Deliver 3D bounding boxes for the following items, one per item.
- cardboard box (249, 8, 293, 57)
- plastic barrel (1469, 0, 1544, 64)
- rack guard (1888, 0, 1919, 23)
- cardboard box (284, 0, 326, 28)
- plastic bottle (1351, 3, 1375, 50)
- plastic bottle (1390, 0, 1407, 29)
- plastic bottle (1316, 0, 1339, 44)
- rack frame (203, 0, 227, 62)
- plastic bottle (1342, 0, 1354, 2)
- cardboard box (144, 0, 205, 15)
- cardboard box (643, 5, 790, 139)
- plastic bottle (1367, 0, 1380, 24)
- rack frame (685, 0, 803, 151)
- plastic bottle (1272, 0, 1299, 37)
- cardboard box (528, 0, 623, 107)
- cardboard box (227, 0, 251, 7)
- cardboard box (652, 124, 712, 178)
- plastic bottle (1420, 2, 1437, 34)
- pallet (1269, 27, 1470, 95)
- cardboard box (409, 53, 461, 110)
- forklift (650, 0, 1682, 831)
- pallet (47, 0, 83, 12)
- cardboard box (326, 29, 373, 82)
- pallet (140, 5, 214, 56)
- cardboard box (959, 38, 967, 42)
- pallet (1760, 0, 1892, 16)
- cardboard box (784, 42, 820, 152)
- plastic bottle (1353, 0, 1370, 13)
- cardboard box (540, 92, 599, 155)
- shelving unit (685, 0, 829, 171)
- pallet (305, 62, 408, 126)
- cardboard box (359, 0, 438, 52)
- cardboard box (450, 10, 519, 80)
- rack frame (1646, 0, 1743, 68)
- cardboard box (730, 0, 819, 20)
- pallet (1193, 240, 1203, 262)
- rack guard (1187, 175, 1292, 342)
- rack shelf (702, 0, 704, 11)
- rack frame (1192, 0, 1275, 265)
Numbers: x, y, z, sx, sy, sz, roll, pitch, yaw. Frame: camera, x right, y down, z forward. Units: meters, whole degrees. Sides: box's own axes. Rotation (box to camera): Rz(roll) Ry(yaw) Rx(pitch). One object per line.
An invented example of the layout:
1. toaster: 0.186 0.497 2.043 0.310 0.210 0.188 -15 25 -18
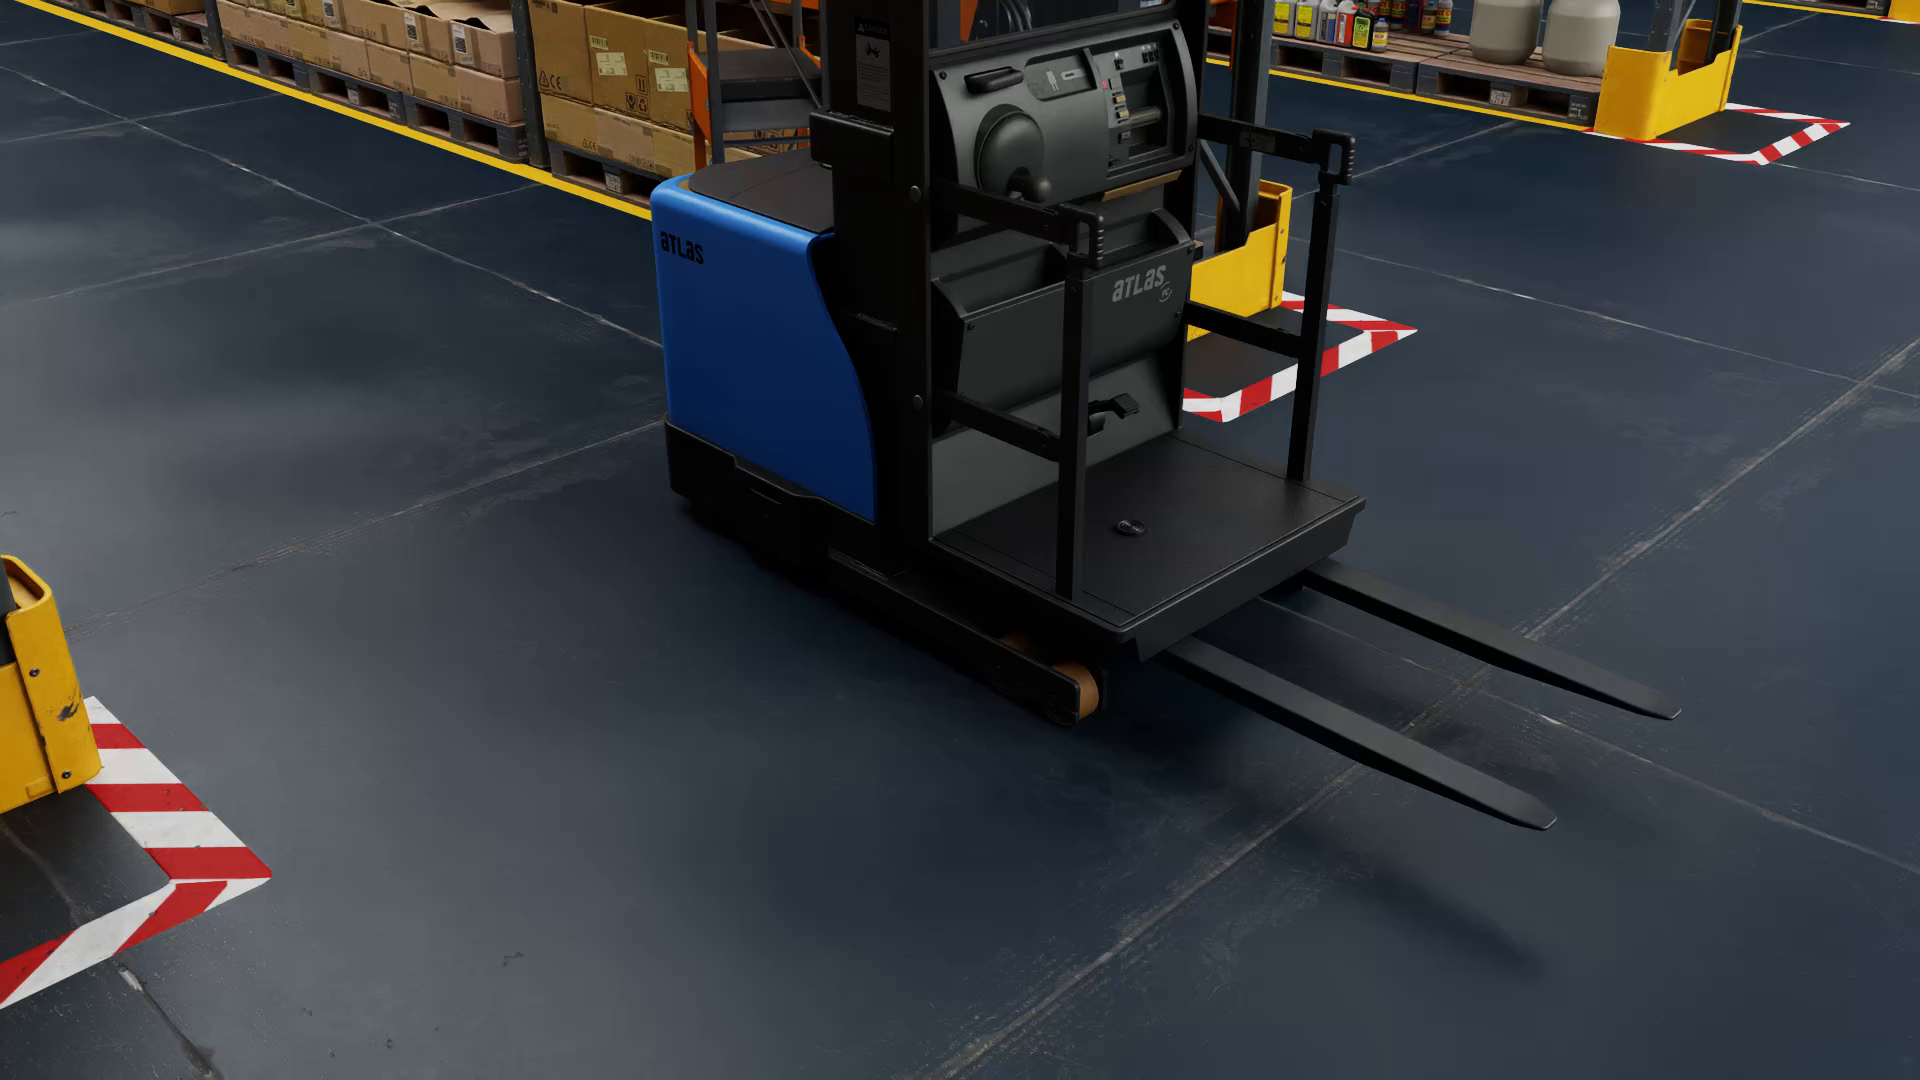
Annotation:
1. cardboard box: -4.306 -3.378 10.955 0.500 0.250 0.500 23 36 37
2. plastic barrel: 3.467 -3.312 10.547 0.421 0.512 0.421 0 28 0
3. rack guard: 7.766 -4.436 13.149 0.348 0.500 1.175 25 36 38
4. cardboard box: -3.922 -3.455 10.497 0.500 0.311 0.500 23 36 37
5. plastic bottle: 2.635 -3.352 10.848 0.061 0.283 0.133 -24 36 -38
6. plastic bottle: 3.029 -3.668 11.461 0.097 0.271 0.097 0 28 0
7. plastic bottle: 2.471 -3.453 11.049 0.135 0.276 0.152 23 36 37
8. rack frame: -4.832 -4.842 11.235 0.127 3.000 1.000 25 36 38
9. plastic bottle: 2.740 -3.769 11.729 0.097 0.201 0.097 0 28 0
10. cardboard box: -5.664 -4.157 12.146 0.500 0.500 0.500 -24 36 -37
11. cardboard box: -1.156 -2.256 8.014 0.500 0.500 0.500 25 36 38
12. plastic bottle: 2.887 -3.702 11.601 0.097 0.201 0.097 0 28 0
13. rack frame: -0.746 -1.527 5.896 0.400 2.100 0.015 -7 29 -14
14. plastic bottle: 2.218 -3.600 11.247 0.185 0.351 0.144 24 36 38
15. cardboard box: -1.869 -2.582 8.635 0.500 0.500 0.500 25 36 38
16. cardboard box: -4.665 -3.790 11.136 0.500 0.311 0.500 -24 36 -38
17. cardboard box: -1.156 -1.924 8.189 0.500 0.250 0.500 25 36 38
18. plastic bottle: 3.199 -3.559 11.329 0.097 0.201 0.097 0 28 0
19. pallet: 2.819 -3.314 11.325 1.213 0.211 1.003 25 36 38
20. cardboard box: -2.838 -2.710 9.684 0.500 0.250 0.500 24 36 38
21. forklift: 0.441 -1.087 4.169 1.130 2.935 3.031 -24 36 -38
22. pallet: -7.078 -4.660 13.885 1.213 0.211 1.003 25 36 38
23. cardboard box: -3.565 -3.043 10.318 0.500 0.250 0.500 -24 36 -38
24. pallet: -5.338 -3.864 12.371 1.213 0.211 1.003 25 36 38
25. cardboard box: -0.078 -2.102 7.722 0.500 0.500 0.500 25 36 38
26. pallet: 7.211 -4.585 13.743 1.213 0.211 1.003 25 36 38
27. cardboard box: -0.442 -1.930 7.394 0.500 0.500 0.500 25 36 38
28. plastic bottle: 2.644 -3.447 11.028 0.133 0.283 0.061 25 36 38
29. cardboard box: -1.862 -2.253 8.816 0.500 0.250 0.500 25 36 38
30. shelving unit: -0.680 -1.418 5.688 0.431 2.100 0.503 -7 29 -14
31. pallet: -3.407 -2.928 10.591 1.213 0.211 1.003 25 36 38
32. cardboard box: -3.199 -3.122 9.865 0.500 0.311 0.500 24 36 38
33. cardboard box: -2.470 -2.791 9.235 0.500 0.311 0.500 25 36 38
34. rack frame: 4.348 -3.874 9.394 0.127 3.000 1.000 25 36 38
35. cardboard box: -0.789 -2.430 8.345 0.500 0.500 0.500 25 36 38
36. pallet: 0.298 -1.233 7.367 1.213 0.211 1.003 25 36 38
37. rack guard: 0.889 -1.117 6.837 0.348 0.500 1.175 25 36 38
38. rack shelf: -0.677 -2.026 5.370 0.431 0.518 0.480 -7 29 -14
39. rack frame: 0.872 -2.231 6.270 0.127 3.000 1.000 25 36 38
